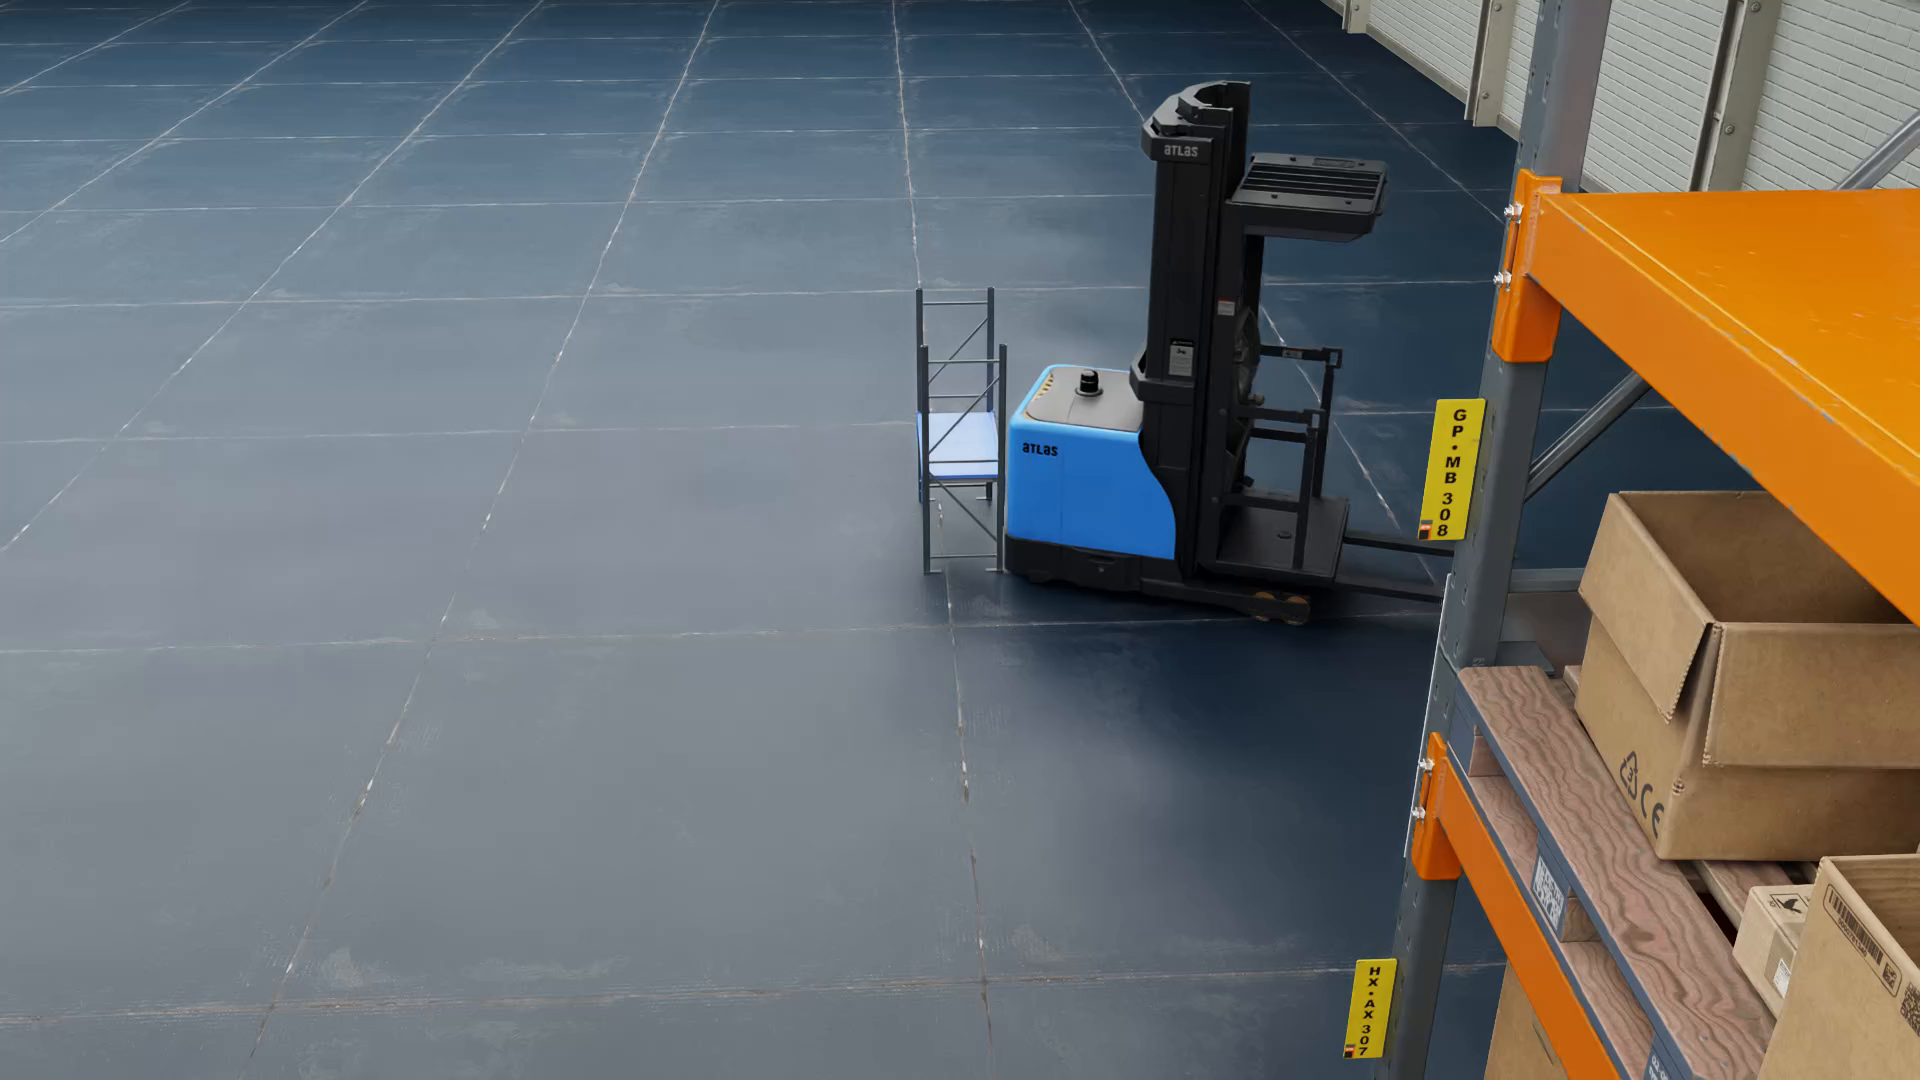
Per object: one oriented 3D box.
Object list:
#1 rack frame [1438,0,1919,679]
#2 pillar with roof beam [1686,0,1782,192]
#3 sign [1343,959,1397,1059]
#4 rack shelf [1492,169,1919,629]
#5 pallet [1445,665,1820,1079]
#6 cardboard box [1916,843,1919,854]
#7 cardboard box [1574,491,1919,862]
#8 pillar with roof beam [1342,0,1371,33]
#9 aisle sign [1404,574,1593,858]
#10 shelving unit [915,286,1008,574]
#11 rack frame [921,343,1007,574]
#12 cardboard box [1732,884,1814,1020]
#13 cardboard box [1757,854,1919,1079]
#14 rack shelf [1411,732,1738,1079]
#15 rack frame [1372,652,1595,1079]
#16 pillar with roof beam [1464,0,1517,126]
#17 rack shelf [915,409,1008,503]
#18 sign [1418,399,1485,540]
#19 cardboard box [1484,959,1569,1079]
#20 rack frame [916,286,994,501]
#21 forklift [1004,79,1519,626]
[{"bbox_3d":[1.591,-1.064,3.059,1.000,3.000,0.127,-1,28,-3],"label":"rack frame"},{"bbox_3d":[2.512,-6.320,13.137,9.100,9.000,0.400,-1,28,-3],"label":"pillar with roof beam"},{"bbox_3d":[1.036,1.188,4.207,0.100,0.325,0.005,-1,28,-3],"label":"sign"},{"bbox_3d":[1.695,0.356,1.547,1.077,0.370,4.000,-1,28,-3],"label":"rack shelf"},{"bbox_3d":[1.602,0.633,3.145,1.003,0.211,1.213,-1,28,-3],"label":"pallet"},{"bbox_3d":[1.914,0.610,2.650,0.500,0.250,0.500,-1,28,-3],"label":"cardboard box"},{"bbox_3d":[1.617,0.238,3.090,0.797,0.503,0.637,0,28,1],"label":"cardboard box"},{"bbox_3d":[1.886,-11.862,23.763,9.100,9.000,0.400,-1,28,-3],"label":"pillar with roof beam"},{"bbox_3d":[1.282,0.421,3.889,0.394,0.787,0.004,-1,28,-3],"label":"aisle sign"},{"bbox_3d":[-0.004,-0.704,10.479,0.538,1.500,1.048,-1,28,-3],"label":"shelving unit"},{"bbox_3d":[0.022,-0.470,10.029,0.500,1.500,0.032,-1,28,-3],"label":"rack frame"},{"bbox_3d":[1.476,0.677,2.631,0.380,0.149,0.250,-1,28,-3],"label":"cardboard box"},{"bbox_3d":[1.405,0.747,2.116,0.500,0.500,0.500,-1,28,-3],"label":"cardboard box"},{"bbox_3d":[1.695,1.509,2.148,1.077,0.370,4.000,-1,28,-3],"label":"rack shelf"},{"bbox_3d":[1.591,1.596,4.446,1.000,3.000,0.127,-1,28,-3],"label":"rack frame"},{"bbox_3d":[2.199,-9.091,18.450,9.100,9.000,0.400,-1,28,-3],"label":"pillar with roof beam"},{"bbox_3d":[-0.004,-0.545,10.562,0.538,0.185,1.000,-1,28,-3],"label":"rack shelf"},{"bbox_3d":[1.036,-0.146,3.511,0.100,0.325,0.005,-1,28,-3],"label":"sign"},{"bbox_3d":[1.605,1.217,3.662,0.700,0.500,0.500,-1,28,-2],"label":"cardboard box"},{"bbox_3d":[-0.031,-0.939,10.929,0.500,1.500,0.032,-1,28,-3],"label":"rack frame"},{"bbox_3d":[1.850,-1.072,9.636,3.031,2.935,1.130,8,29,15],"label":"forklift"}]
